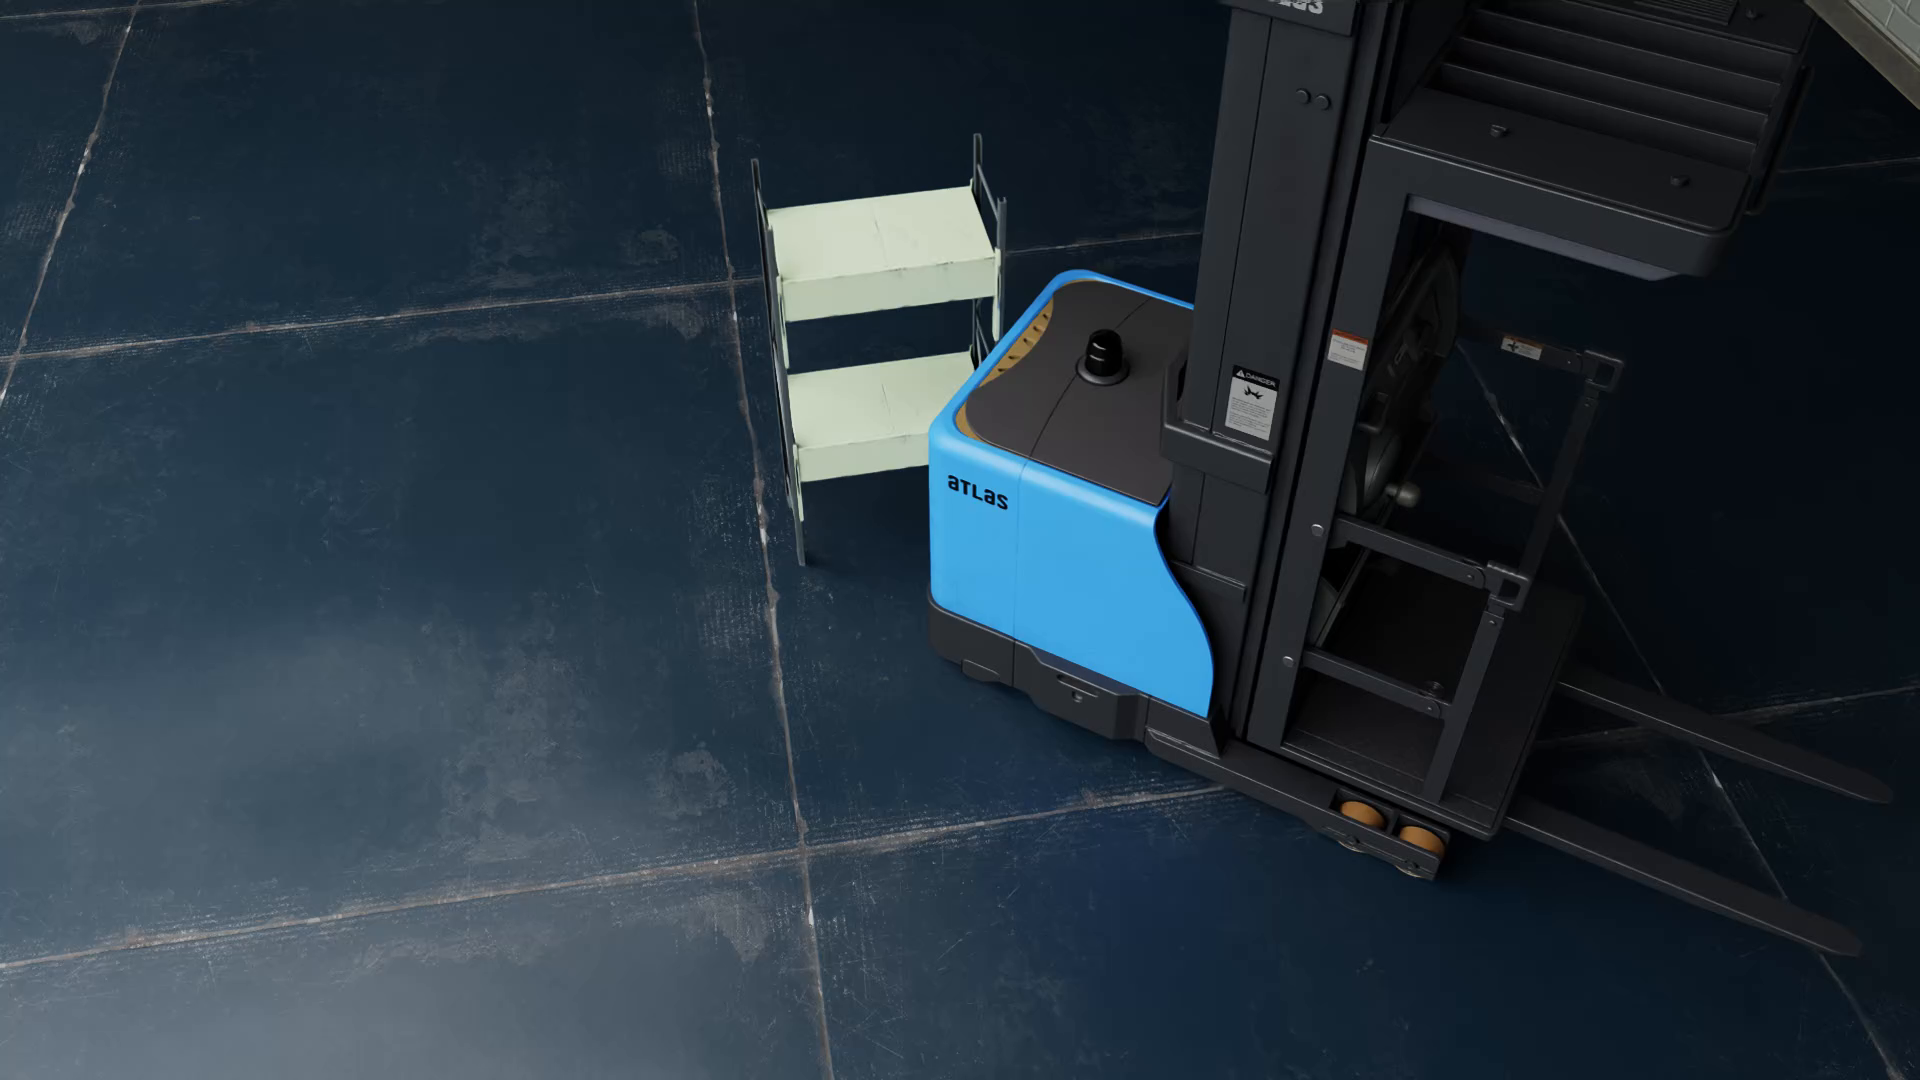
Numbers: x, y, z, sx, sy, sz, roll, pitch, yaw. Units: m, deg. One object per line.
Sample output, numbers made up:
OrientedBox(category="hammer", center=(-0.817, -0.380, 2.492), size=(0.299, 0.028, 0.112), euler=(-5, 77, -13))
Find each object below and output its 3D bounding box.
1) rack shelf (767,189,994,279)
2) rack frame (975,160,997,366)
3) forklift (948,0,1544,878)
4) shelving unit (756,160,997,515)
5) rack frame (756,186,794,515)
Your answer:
OrientedBox(category="rack shelf", center=(-0.263, -0.981, 5.427), size=(0.686, 0.052, 0.368), euler=(-8, 47, -8))
OrientedBox(category="rack frame", center=(0.095, -0.672, 5.856), size=(0.010, 1.308, 0.380), euler=(-8, 47, -8))
OrientedBox(category="forklift", center=(1.422, -0.393, 4.594), size=(3.031, 2.935, 1.109), euler=(22, 50, 20))
OrientedBox(category="shelving unit", center=(-0.264, -0.619, 5.805), size=(0.742, 1.308, 0.380), euler=(-8, 47, -8))
OrientedBox(category="rack frame", center=(-0.622, -0.566, 5.754), size=(0.010, 1.308, 0.380), euler=(-8, 47, -8))
